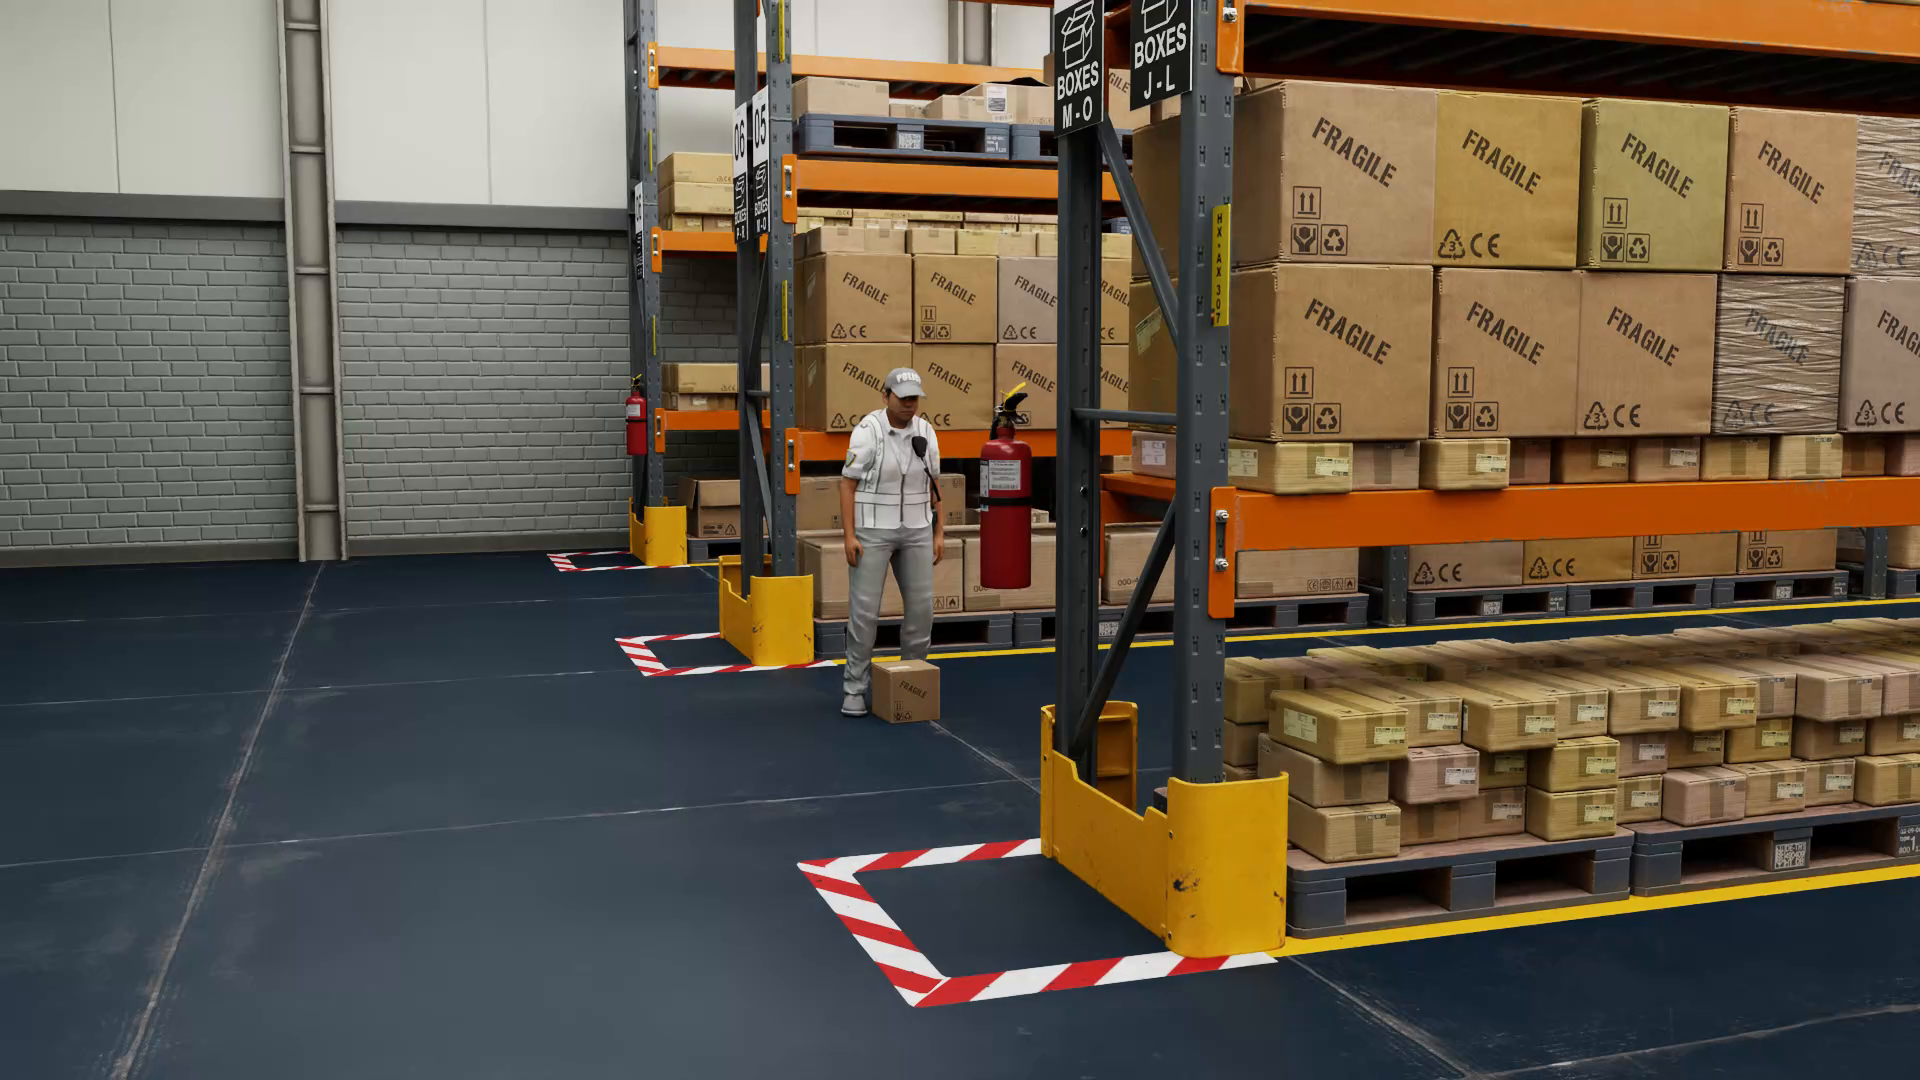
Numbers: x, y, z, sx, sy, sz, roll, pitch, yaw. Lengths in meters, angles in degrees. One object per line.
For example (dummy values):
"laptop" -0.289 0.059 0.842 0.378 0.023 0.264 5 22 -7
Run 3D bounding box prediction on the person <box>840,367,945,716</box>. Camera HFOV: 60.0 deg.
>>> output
"person" -0.331 -0.004 8.072 0.563 1.666 0.469 -2 6 -22
